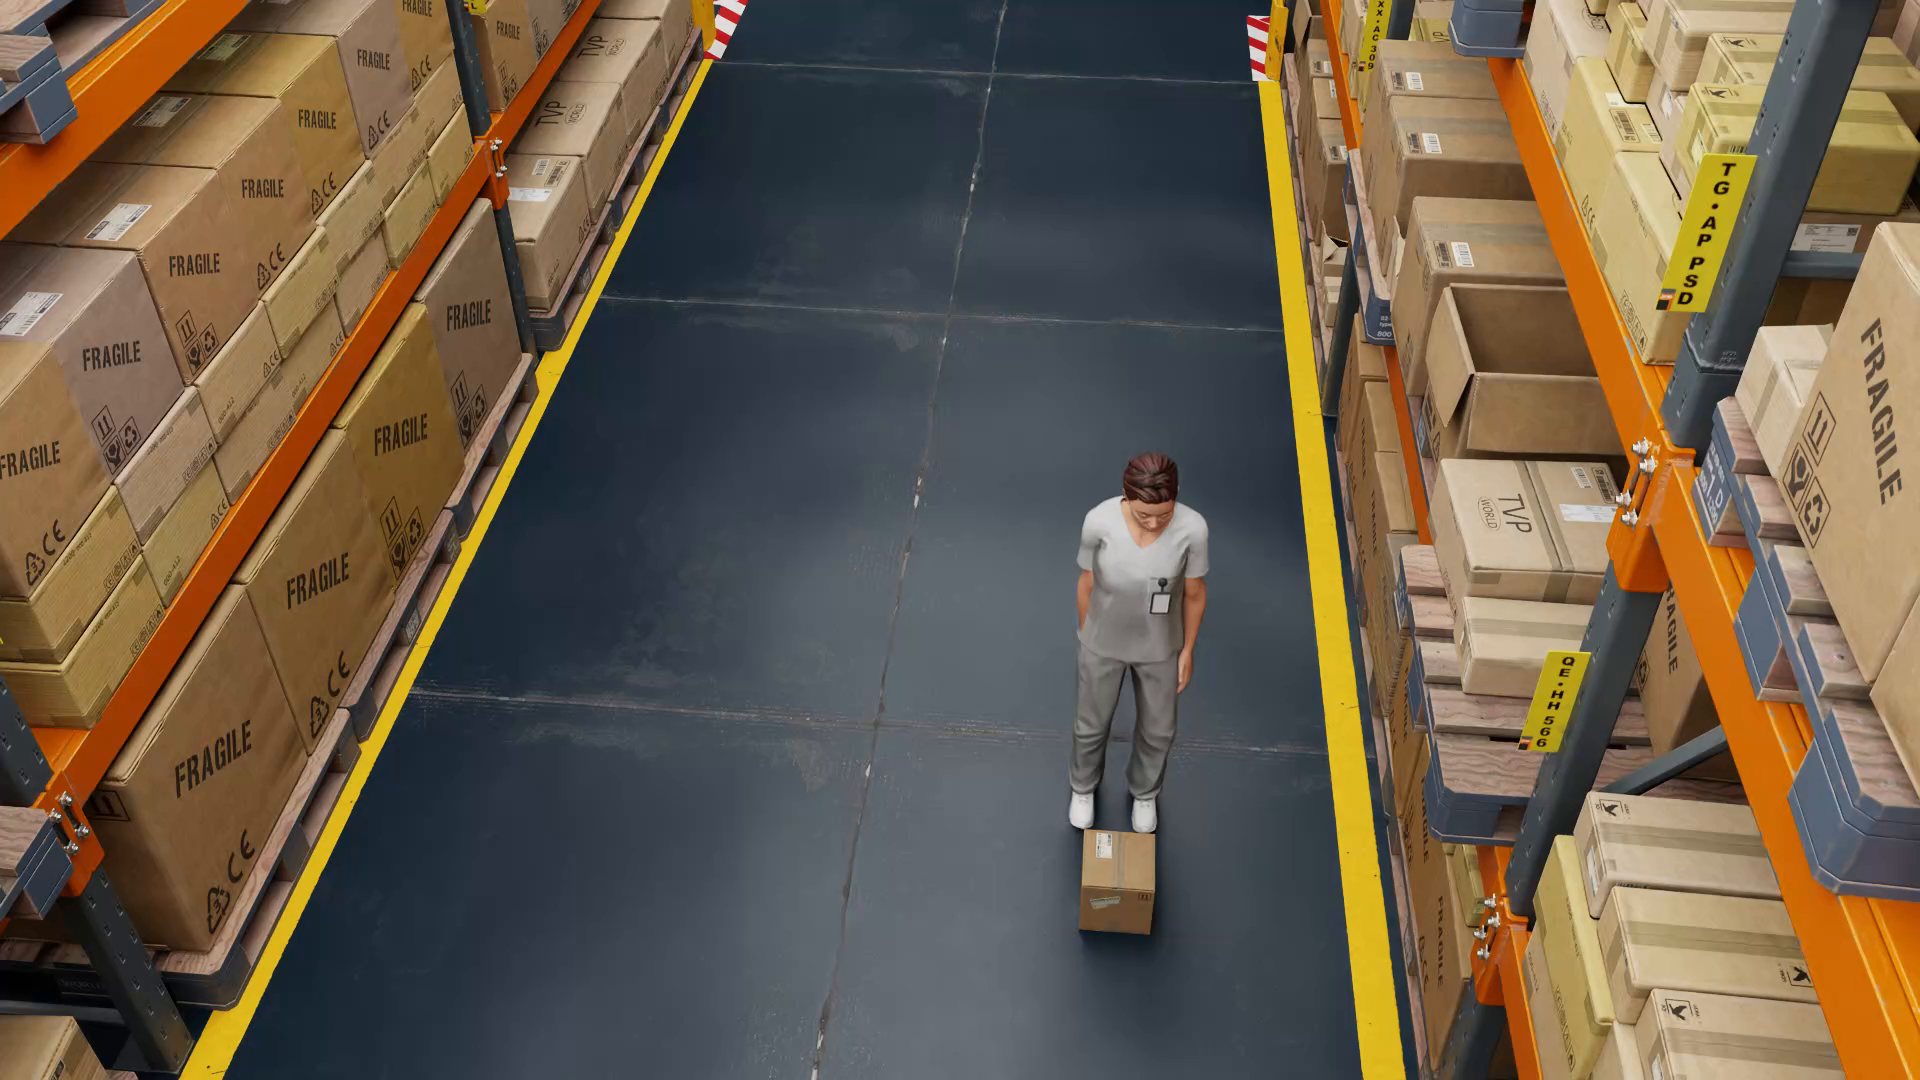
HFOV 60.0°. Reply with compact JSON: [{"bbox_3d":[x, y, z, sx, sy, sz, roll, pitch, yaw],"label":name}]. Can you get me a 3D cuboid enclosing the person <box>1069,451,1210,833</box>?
[{"bbox_3d":[0.610,0.350,5.756,0.445,1.669,0.355,4,40,4],"label":"person"}]
